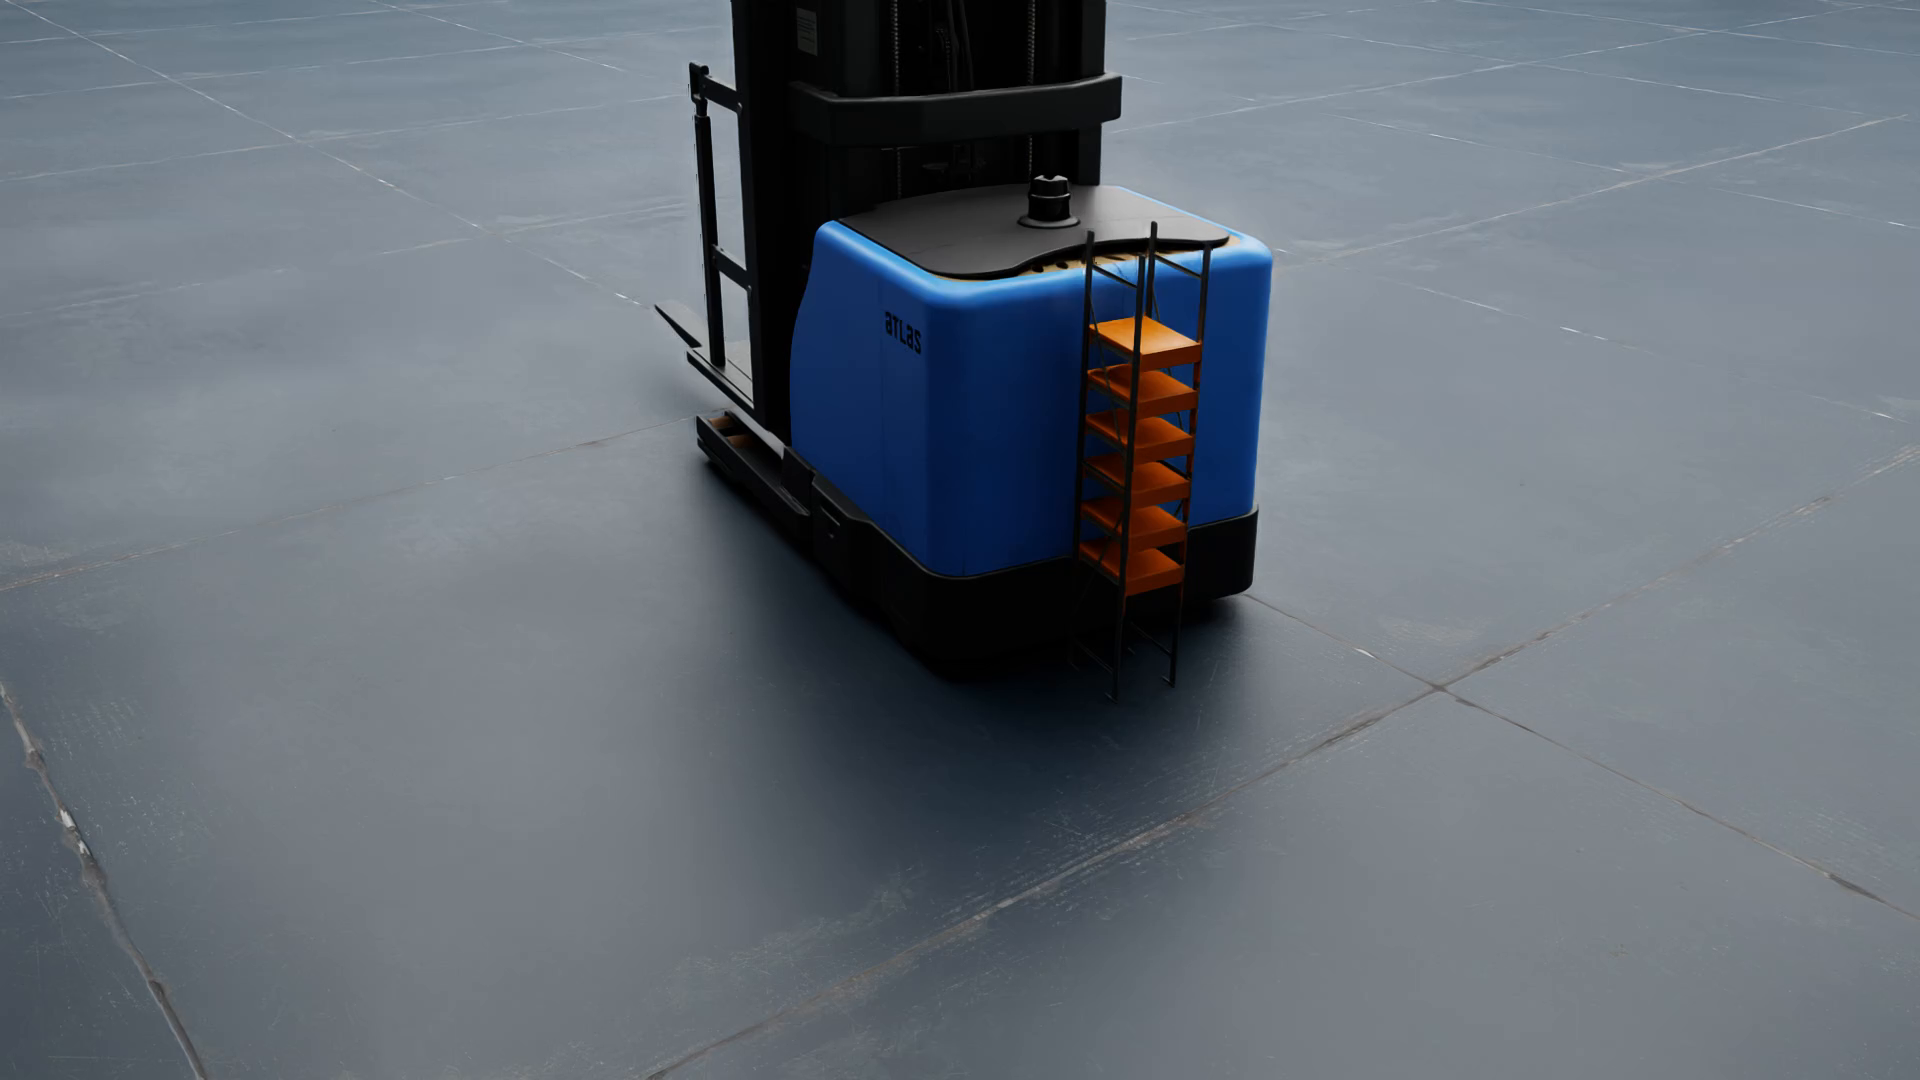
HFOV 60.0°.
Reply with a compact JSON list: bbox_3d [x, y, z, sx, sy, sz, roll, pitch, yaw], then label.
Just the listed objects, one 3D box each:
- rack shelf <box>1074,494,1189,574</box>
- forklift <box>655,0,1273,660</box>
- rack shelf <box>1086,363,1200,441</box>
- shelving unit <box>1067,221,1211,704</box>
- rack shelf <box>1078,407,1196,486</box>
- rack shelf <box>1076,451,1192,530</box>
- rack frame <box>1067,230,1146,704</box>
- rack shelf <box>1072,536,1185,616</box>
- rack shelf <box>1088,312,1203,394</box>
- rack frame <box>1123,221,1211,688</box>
[{"bbox_3d":[0.436,-0.029,4.268,0.180,0.103,0.258,-13,29,-26],"label":"rack shelf"},{"bbox_3d":[-0.267,-1.599,5.214,1.130,2.935,3.031,-12,27,-24],"label":"forklift"},{"bbox_3d":[0.441,-0.351,4.109,0.180,0.103,0.258,-13,29,-26],"label":"rack shelf"},{"bbox_3d":[0.438,-0.176,4.195,0.189,1.200,0.258,-13,29,-26],"label":"shelving unit"},{"bbox_3d":[0.439,-0.244,4.162,0.180,0.103,0.258,-13,29,-26],"label":"rack shelf"},{"bbox_3d":[0.438,-0.136,4.215,0.180,0.103,0.258,-13,29,-26],"label":"rack shelf"},{"bbox_3d":[0.358,-0.158,4.156,0.006,1.200,0.240,-13,29,-26],"label":"rack frame"},{"bbox_3d":[0.435,0.079,4.321,0.180,0.103,0.258,-13,29,-26],"label":"rack shelf"},{"bbox_3d":[0.442,-0.459,4.056,0.180,0.103,0.258,-13,29,-26],"label":"rack shelf"},{"bbox_3d":[0.519,-0.195,4.235,0.006,1.200,0.240,-13,29,-26],"label":"rack frame"}]
